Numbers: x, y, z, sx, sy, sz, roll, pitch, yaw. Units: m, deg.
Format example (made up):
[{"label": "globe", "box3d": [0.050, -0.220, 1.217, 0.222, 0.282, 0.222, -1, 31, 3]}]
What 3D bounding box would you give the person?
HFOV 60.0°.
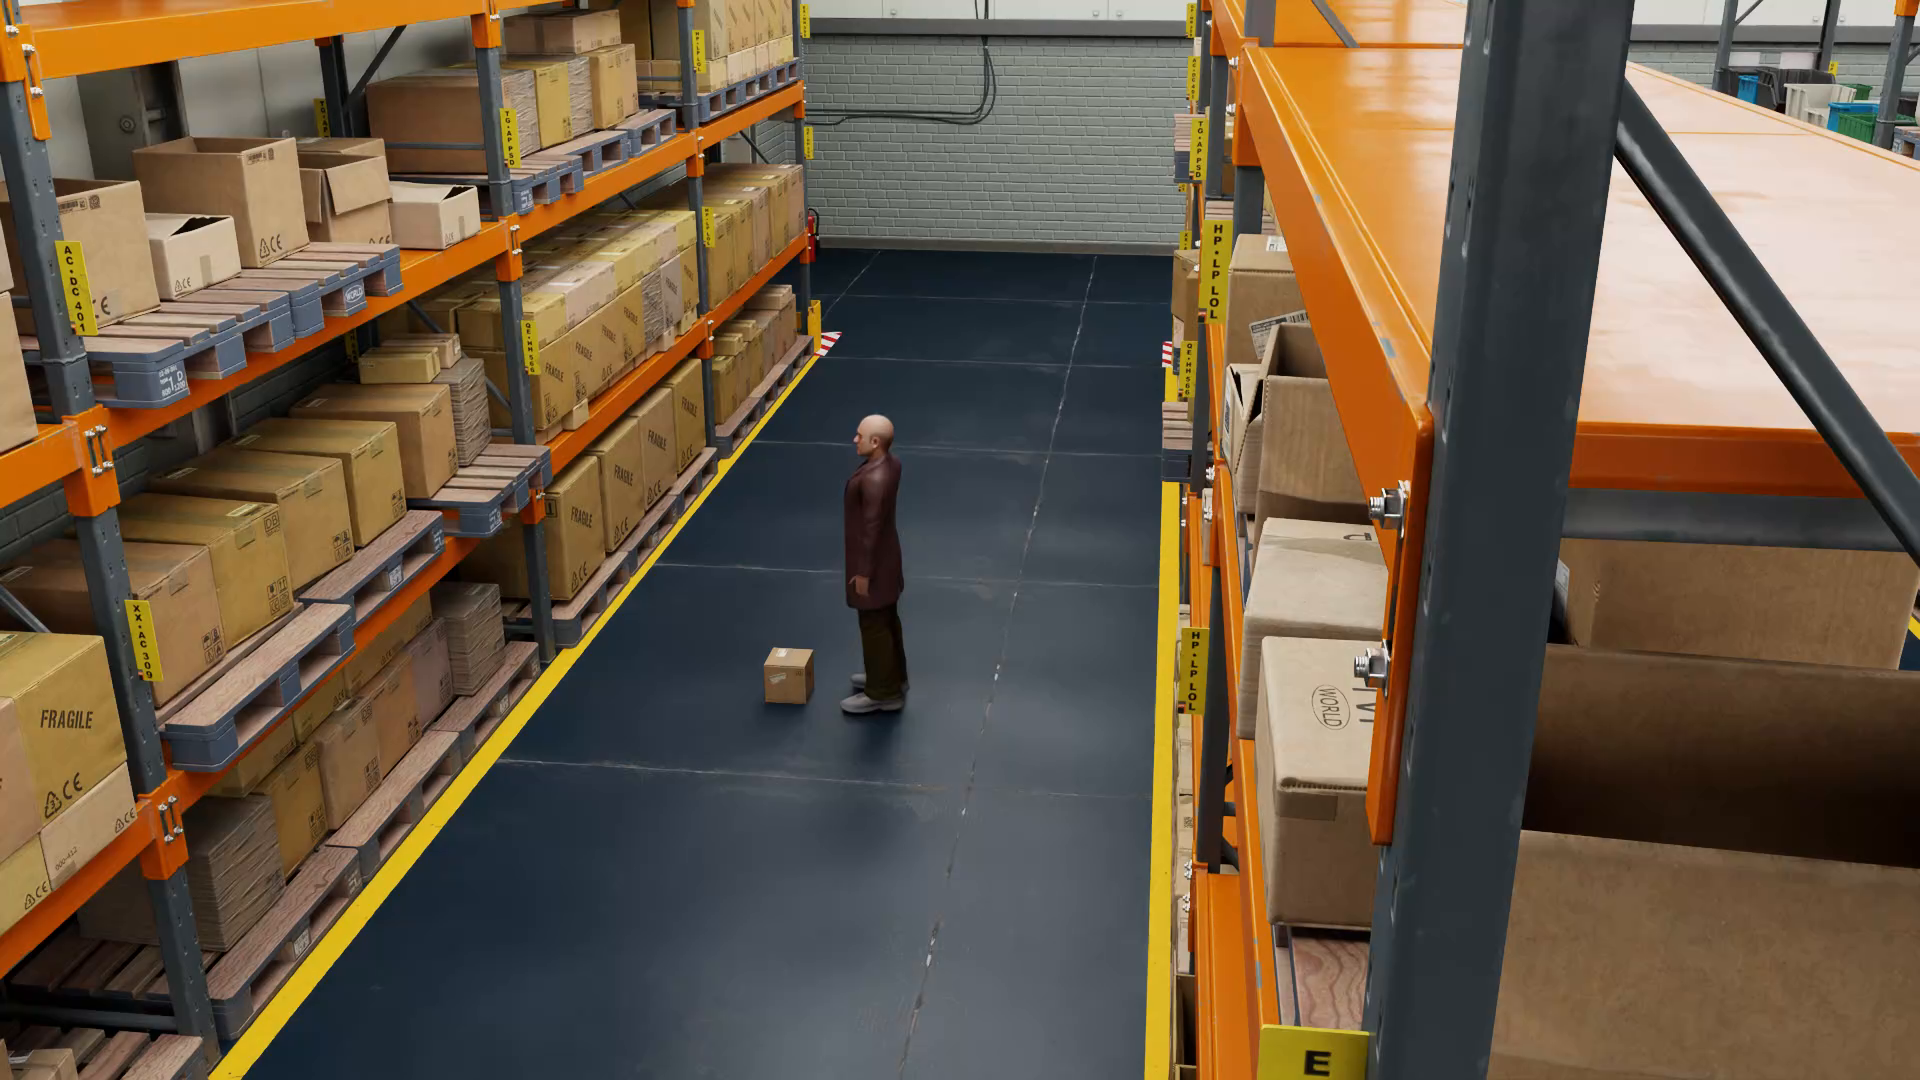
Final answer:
[{"label": "person", "box3d": [-0.511, 0.130, 9.724, 0.374, 1.784, 0.562, 3, 21, 8]}]
